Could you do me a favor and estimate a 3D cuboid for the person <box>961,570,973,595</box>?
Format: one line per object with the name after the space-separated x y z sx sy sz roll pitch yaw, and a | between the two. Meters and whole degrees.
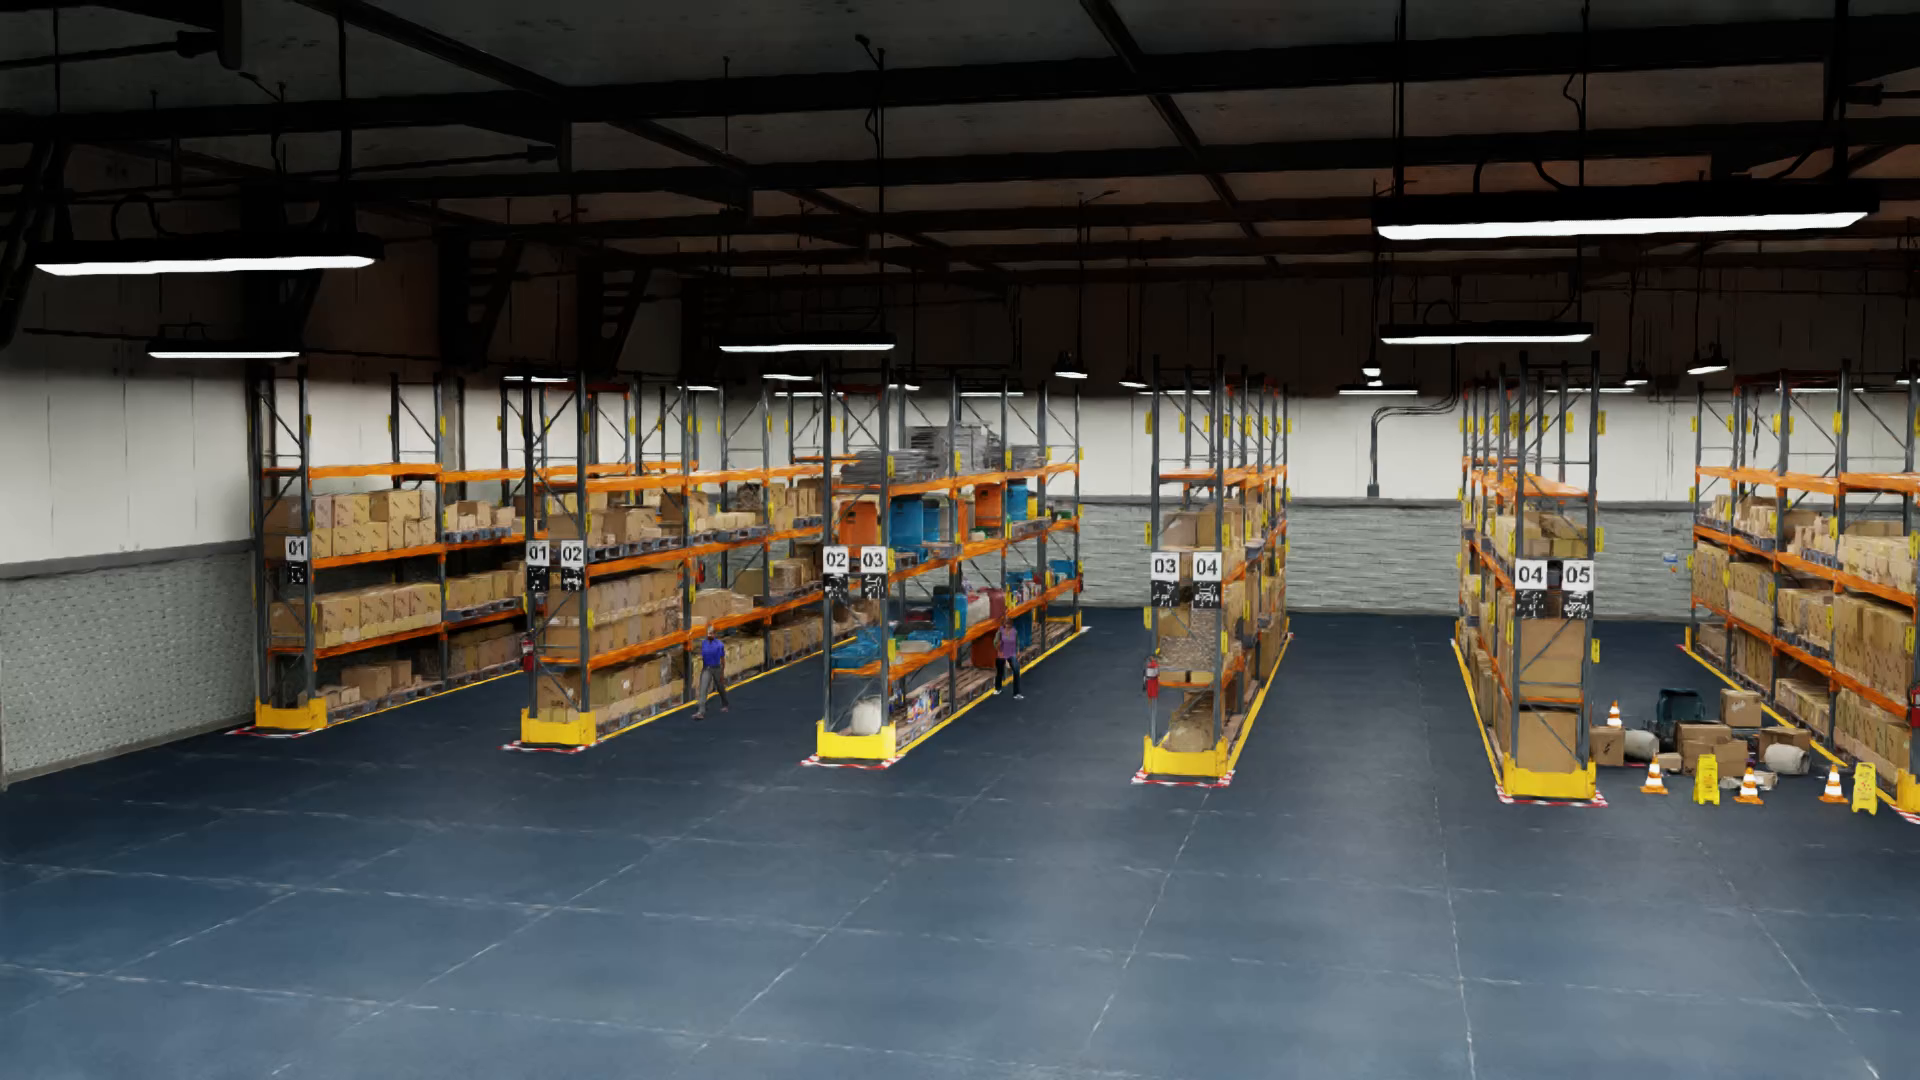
0.007 1.489 39.525 0.608 1.596 0.517 1 4 12 | person

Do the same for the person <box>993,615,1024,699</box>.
0.867 2.127 30.502 0.561 1.516 0.788 0 4 -4 | person

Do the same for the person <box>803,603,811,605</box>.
-4.481 0.982 46.306 0.652 1.671 0.459 -2 5 -30 | person

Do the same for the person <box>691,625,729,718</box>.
-4.231 2.242 28.478 0.445 1.560 1.091 1 4 12 | person

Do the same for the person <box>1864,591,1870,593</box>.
18.241 1.792 33.590 0.585 1.763 0.682 3 5 37 | person
